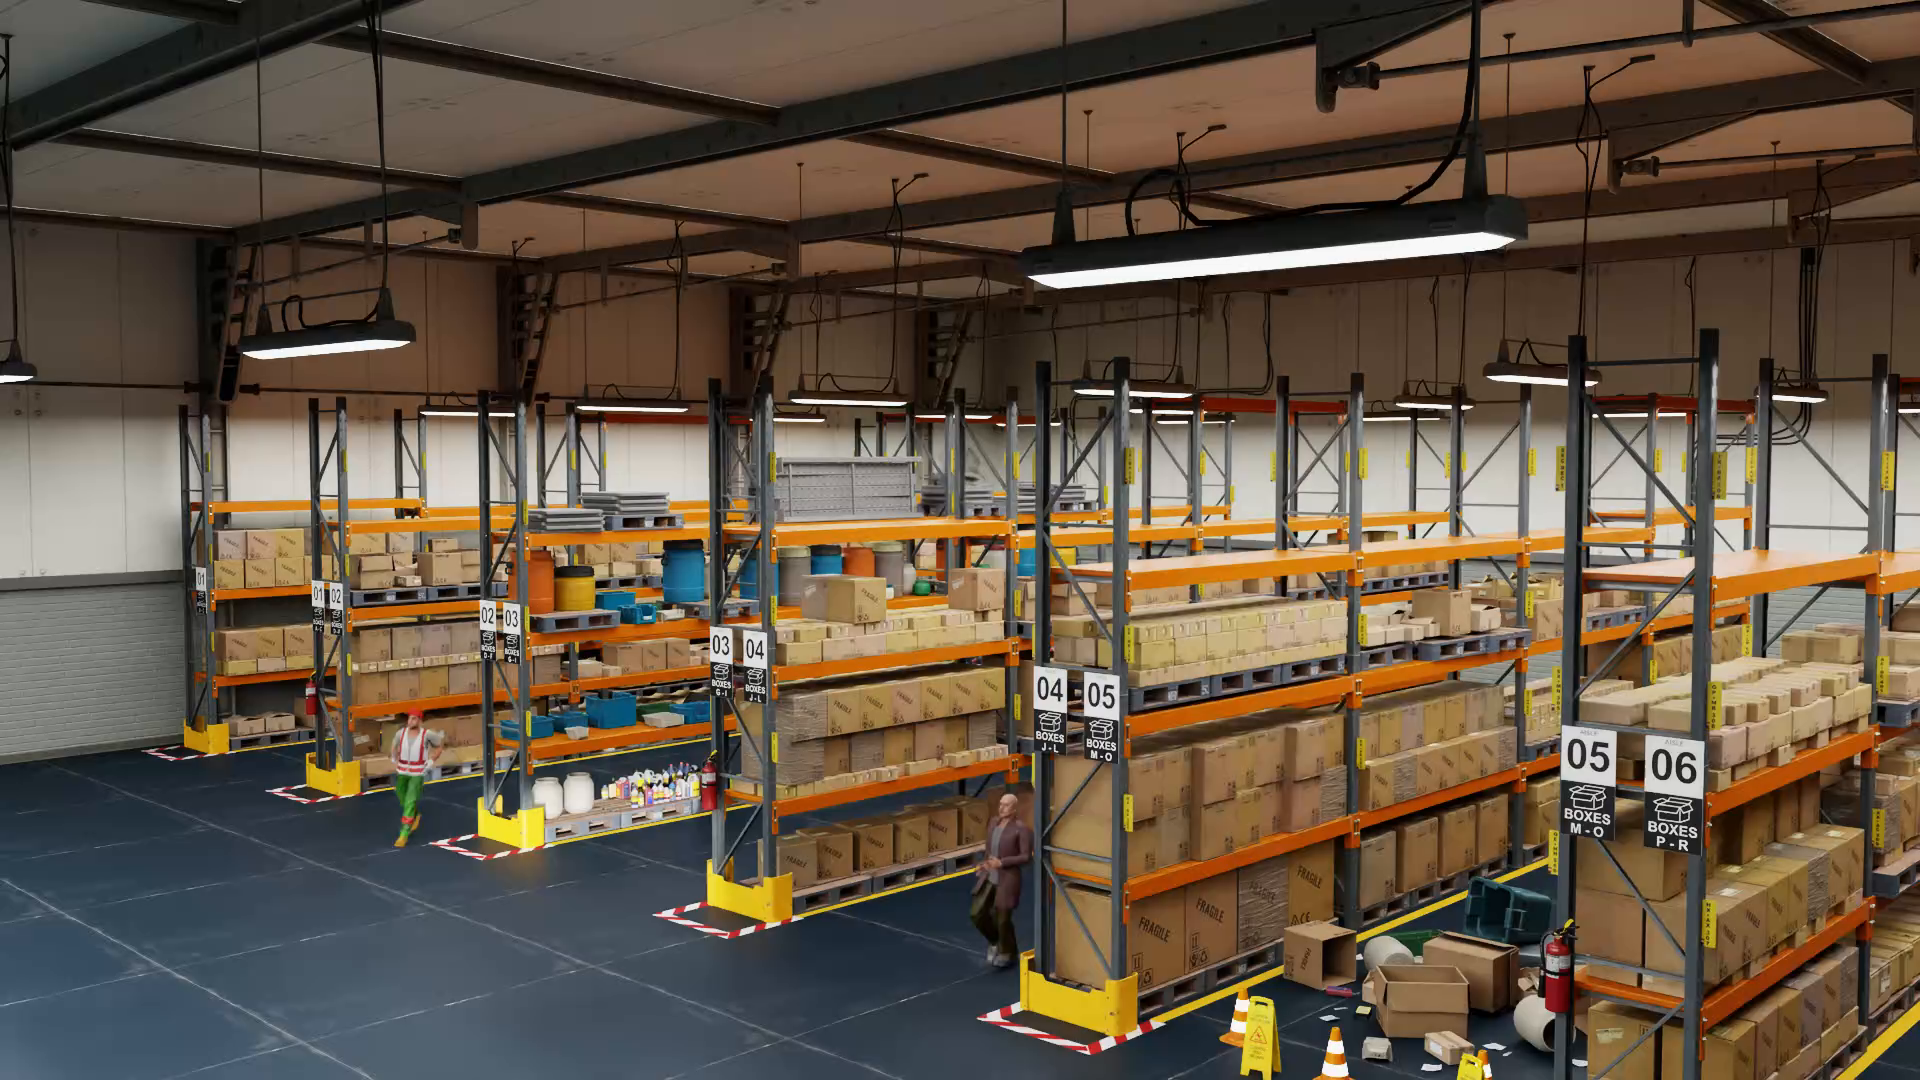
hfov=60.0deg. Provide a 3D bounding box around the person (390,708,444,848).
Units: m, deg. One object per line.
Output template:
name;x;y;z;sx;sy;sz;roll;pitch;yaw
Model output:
person;-7.238;3.113;22.089;0.666;1.789;0.896;0;3;6

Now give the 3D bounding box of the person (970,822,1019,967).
person;0.411;3.538;16.622;0.615;1.477;0.575;2;4;39
